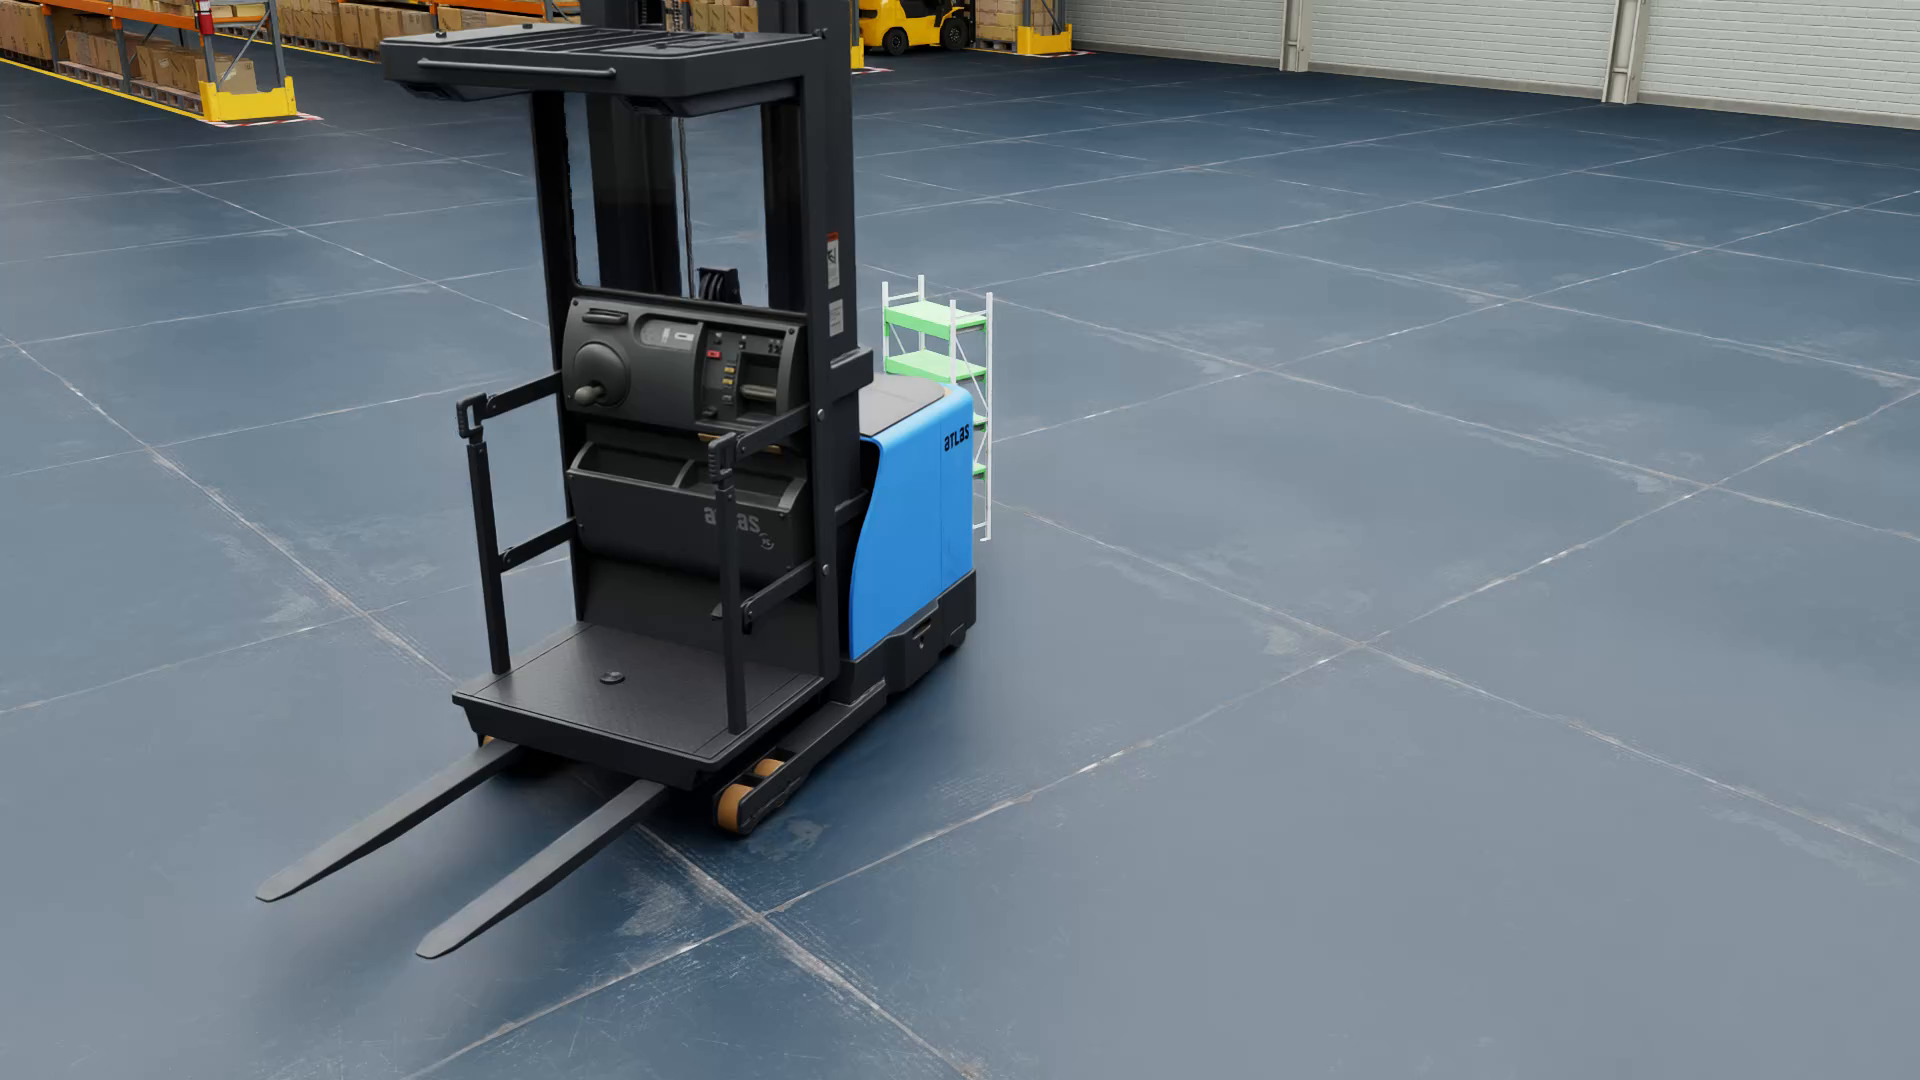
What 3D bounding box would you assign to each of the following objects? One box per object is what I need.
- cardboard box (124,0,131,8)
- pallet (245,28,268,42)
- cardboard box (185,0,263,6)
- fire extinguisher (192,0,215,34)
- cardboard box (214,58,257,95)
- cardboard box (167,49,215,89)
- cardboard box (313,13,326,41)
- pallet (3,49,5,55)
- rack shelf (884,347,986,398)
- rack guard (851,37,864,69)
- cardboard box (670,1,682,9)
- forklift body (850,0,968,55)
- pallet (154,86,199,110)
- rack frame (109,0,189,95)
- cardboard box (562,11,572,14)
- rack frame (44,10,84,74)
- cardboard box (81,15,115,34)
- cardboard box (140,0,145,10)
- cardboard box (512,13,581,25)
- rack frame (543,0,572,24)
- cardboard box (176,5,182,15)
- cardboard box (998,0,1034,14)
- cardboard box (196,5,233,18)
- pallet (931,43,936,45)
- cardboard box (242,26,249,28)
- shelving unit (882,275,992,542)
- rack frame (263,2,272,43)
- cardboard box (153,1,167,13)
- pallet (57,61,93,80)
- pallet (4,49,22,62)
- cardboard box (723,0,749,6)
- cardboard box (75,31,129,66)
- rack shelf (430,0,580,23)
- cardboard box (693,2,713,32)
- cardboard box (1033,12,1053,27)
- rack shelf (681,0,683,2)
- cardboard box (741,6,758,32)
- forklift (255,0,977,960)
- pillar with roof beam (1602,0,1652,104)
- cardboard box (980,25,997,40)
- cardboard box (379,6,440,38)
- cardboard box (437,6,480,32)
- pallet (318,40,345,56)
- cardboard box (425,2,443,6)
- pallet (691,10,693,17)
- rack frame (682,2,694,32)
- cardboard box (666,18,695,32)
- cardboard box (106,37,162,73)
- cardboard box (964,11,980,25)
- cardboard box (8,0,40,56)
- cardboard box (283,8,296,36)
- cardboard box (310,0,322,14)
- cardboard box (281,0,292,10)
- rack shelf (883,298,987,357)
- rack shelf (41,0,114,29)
[{"bbox_3d":[-12.028,-7.901,24.389,0.380,0.149,0.250,-17,27,-37],"label":"cardboard box"},{"bbox_3d":[-14.141,-10.526,34.569,1.003,0.211,1.213,-17,27,-37],"label":"pallet"},{"bbox_3d":[-10.005,-7.523,22.532,0.875,0.500,0.500,-17,27,-37],"label":"cardboard box"},{"bbox_3d":[-9.941,-7.002,21.853,0.296,0.674,0.183,-17,27,-37],"label":"fire extinguisher"},{"bbox_3d":[-10.061,-6.387,23.030,0.500,0.500,0.500,-12,24,-28],"label":"cardboard box"},{"bbox_3d":[-11.202,-6.886,24.305,0.500,0.500,0.500,19,29,40],"label":"cardboard box"},{"bbox_3d":[-12.029,-9.838,31.840,0.500,0.500,0.500,-16,27,-35],"label":"cardboard box"},{"bbox_3d":[-17.937,-9.425,31.757,1.003,0.211,1.213,-17,27,-37],"label":"pallet"},{"bbox_3d":[-0.108,-0.768,7.818,0.258,0.148,0.480,-17,27,-37],"label":"rack shelf"},{"bbox_3d":[-2.209,-8.395,28.733,1.175,0.500,0.348,-17,27,-37],"label":"rack guard"},{"bbox_3d":[-6.820,-12.988,40.365,0.380,0.149,0.250,-18,28,-39],"label":"cardboard box"},{"bbox_3d":[-1.021,-10.415,31.626,2.313,2.155,1.214,-17,27,-37],"label":"forklift body"},{"bbox_3d":[-11.012,-6.471,24.217,1.003,0.211,1.213,-17,27,-37],"label":"pallet"},{"bbox_3d":[-12.278,-8.284,25.022,1.000,3.000,0.127,-17,27,-37],"label":"rack frame"},{"bbox_3d":[-7.769,-11.165,34.715,0.875,0.875,0.875,-18,28,-38],"label":"cardboard box"},{"bbox_3d":[-14.889,-9.389,27.843,1.000,3.000,0.127,-17,27,-37],"label":"rack frame"},{"bbox_3d":[-14.075,-8.457,27.260,0.500,0.250,0.500,-14,25,-32],"label":"cardboard box"},{"bbox_3d":[-11.530,-7.697,23.866,0.380,0.149,0.250,-17,27,-37],"label":"cardboard box"},{"bbox_3d":[-6.336,-7.710,25.892,0.875,0.875,0.875,-17,27,-37],"label":"cardboard box"},{"bbox_3d":[-5.843,-8.332,25.143,1.000,3.000,0.127,-17,27,-37],"label":"rack frame"},{"bbox_3d":[-10.525,-7.290,22.829,0.380,0.149,0.250,-17,27,-37],"label":"cardboard box"},{"bbox_3d":[1.062,-10.155,31.621,0.500,0.250,0.500,-16,27,-36],"label":"cardboard box"},{"bbox_3d":[-10.009,-7.092,22.321,0.380,0.149,0.250,-17,27,-37],"label":"cardboard box"},{"bbox_3d":[-0.525,-10.298,33.986,1.003,0.211,1.213,-17,27,-37],"label":"pallet"},{"bbox_3d":[-14.866,-10.828,34.851,0.380,0.149,0.250,-18,27,-38],"label":"cardboard box"},{"bbox_3d":[-0.108,-0.604,7.882,0.258,1.200,0.503,-17,27,-37],"label":"shelving unit"},{"bbox_3d":[-13.676,-11.647,33.608,1.000,3.000,0.127,-17,27,-37],"label":"rack frame"},{"bbox_3d":[-11.068,-7.481,23.316,0.380,0.149,0.250,-17,27,-37],"label":"cardboard box"},{"bbox_3d":[-14.380,-7.875,27.800,1.003,0.211,1.213,-17,27,-37],"label":"pallet"},{"bbox_3d":[-16.939,-9.001,30.675,1.003,0.211,1.213,-17,27,-37],"label":"pallet"},{"bbox_3d":[-4.038,-9.718,29.960,0.380,0.149,0.250,-16,26,-34],"label":"cardboard box"},{"bbox_3d":[-14.064,-8.100,27.375,0.500,0.500,0.700,20,29,41],"label":"cardboard box"},{"bbox_3d":[-7.148,-8.549,26.685,1.077,0.370,4.000,-17,27,-37],"label":"rack shelf"},{"bbox_3d":[-4.589,-9.680,30.753,0.500,0.500,0.500,-16,26,-35],"label":"cardboard box"},{"bbox_3d":[1.449,-10.048,32.034,0.500,0.250,0.500,-17,27,-36],"label":"cardboard box"},{"bbox_3d":[-6.075,-10.861,32.587,1.077,0.370,4.000,-17,27,-37],"label":"rack shelf"},{"bbox_3d":[-3.547,-9.246,29.644,0.500,0.500,0.500,-18,28,-39],"label":"cardboard box"},{"bbox_3d":[-1.045,-0.575,5.432,1.130,2.935,3.031,10,24,25],"label":"forklift"},{"bbox_3d":[6.399,-9.581,20.106,9.100,9.000,0.400,-17,27,-37],"label":"pillar with roof beam"},{"bbox_3d":[0.736,-9.830,32.164,0.500,0.250,0.500,-17,27,-37],"label":"cardboard box"},{"bbox_3d":[-9.554,-9.002,29.365,1.050,0.750,0.750,-17,27,-37],"label":"cardboard box"},{"bbox_3d":[-8.096,-8.453,27.790,0.875,0.875,0.875,-17,27,-37],"label":"cardboard box"},{"bbox_3d":[-11.574,-9.460,31.847,1.003,0.211,1.213,-17,27,-37],"label":"pallet"},{"bbox_3d":[-12.096,-12.803,39.495,0.875,0.438,0.875,-19,28,-39],"label":"cardboard box"},{"bbox_3d":[-5.674,-12.522,39.665,1.003,0.211,1.213,-17,27,-37],"label":"pallet"},{"bbox_3d":[-4.770,-10.643,31.045,1.000,3.000,0.127,-17,27,-37],"label":"rack frame"},{"bbox_3d":[-5.114,-9.760,31.816,0.950,0.372,0.625,-17,27,-37],"label":"cardboard box"},{"bbox_3d":[-12.959,-7.636,26.191,0.700,0.500,0.500,-18,27,-38],"label":"cardboard box"},{"bbox_3d":[0.372,-10.208,32.442,0.500,0.250,0.500,-18,28,-39],"label":"cardboard box"},{"bbox_3d":[-15.899,-9.039,29.287,1.225,0.875,0.875,-17,27,-37],"label":"cardboard box"},{"bbox_3d":[-13.048,-10.266,32.933,0.500,0.500,0.500,-16,26,-35],"label":"cardboard box"},{"bbox_3d":[-12.048,-10.186,31.702,0.500,0.250,0.500,-17,27,-37],"label":"cardboard box"},{"bbox_3d":[-13.044,-10.614,32.795,0.500,0.250,0.500,-17,27,-36],"label":"cardboard box"},{"bbox_3d":[-0.108,-0.992,7.730,0.258,0.148,0.480,-17,27,-37],"label":"rack shelf"},{"bbox_3d":[-13.583,-8.502,26.564,1.077,0.370,4.000,-17,27,-37],"label":"rack shelf"}]
